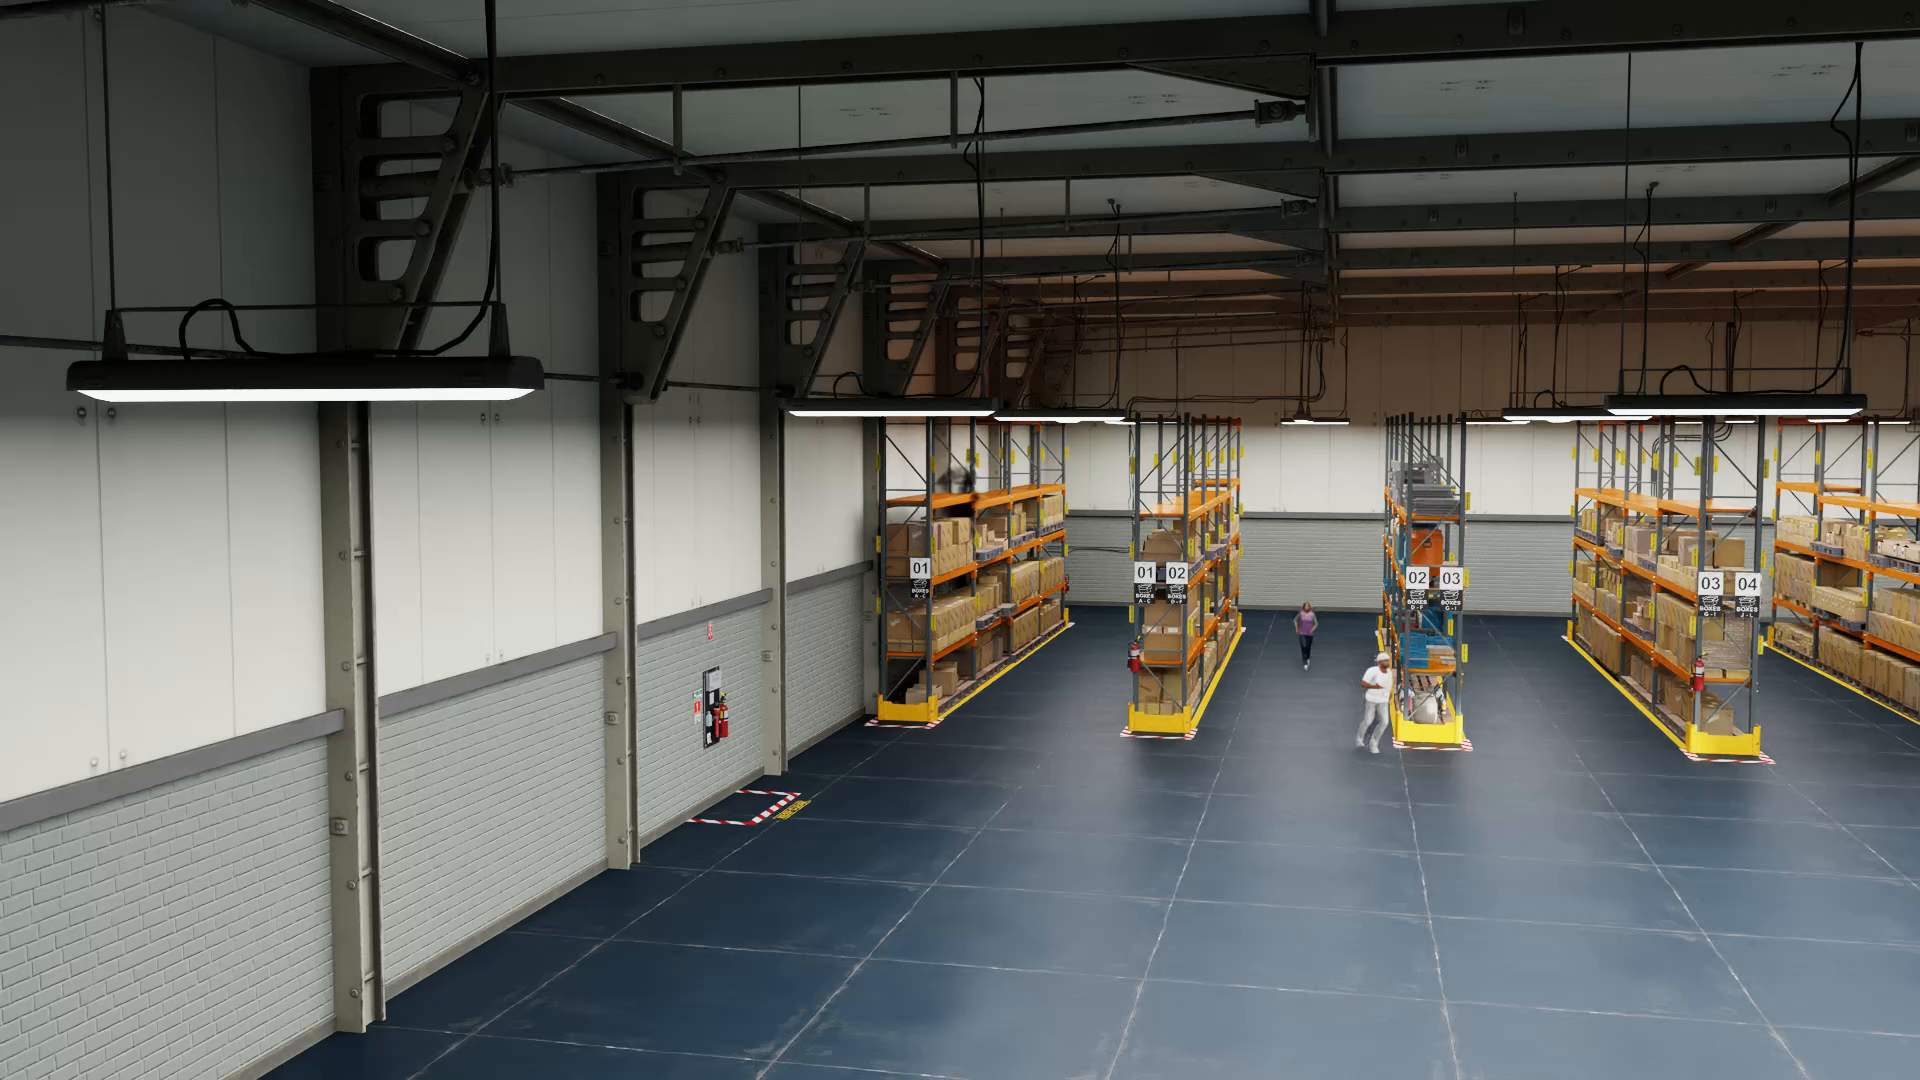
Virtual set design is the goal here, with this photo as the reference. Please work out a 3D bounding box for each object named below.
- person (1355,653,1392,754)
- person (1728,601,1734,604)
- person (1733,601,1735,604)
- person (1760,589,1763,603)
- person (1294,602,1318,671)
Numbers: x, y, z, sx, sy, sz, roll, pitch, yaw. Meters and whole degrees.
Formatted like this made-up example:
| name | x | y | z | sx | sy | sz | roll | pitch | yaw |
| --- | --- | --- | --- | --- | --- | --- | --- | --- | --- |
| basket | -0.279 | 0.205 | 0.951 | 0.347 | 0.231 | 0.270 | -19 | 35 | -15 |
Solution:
| name | x | y | z | sx | sy | sz | roll | pitch | yaw |
| --- | --- | --- | --- | --- | --- | --- | --- | --- | --- |
| person | 7.407 | 2.874 | 29.402 | 0.703 | 1.780 | 0.707 | -1 | 4 | -13 |
| person | 19.936 | 1.954 | 43.722 | 0.548 | 1.644 | 0.671 | -3 | 5 | -34 |
| person | 20.740 | 1.857 | 44.539 | 0.690 | 1.756 | 0.676 | -1 | 4 | -20 |
| person | 21.190 | 1.835 | 44.564 | 0.677 | 1.739 | 0.681 | -2 | 4 | -25 |
| person | 8.218 | 2.266 | 39.509 | 0.551 | 1.616 | 0.821 | 0 | 4 | 7 |
